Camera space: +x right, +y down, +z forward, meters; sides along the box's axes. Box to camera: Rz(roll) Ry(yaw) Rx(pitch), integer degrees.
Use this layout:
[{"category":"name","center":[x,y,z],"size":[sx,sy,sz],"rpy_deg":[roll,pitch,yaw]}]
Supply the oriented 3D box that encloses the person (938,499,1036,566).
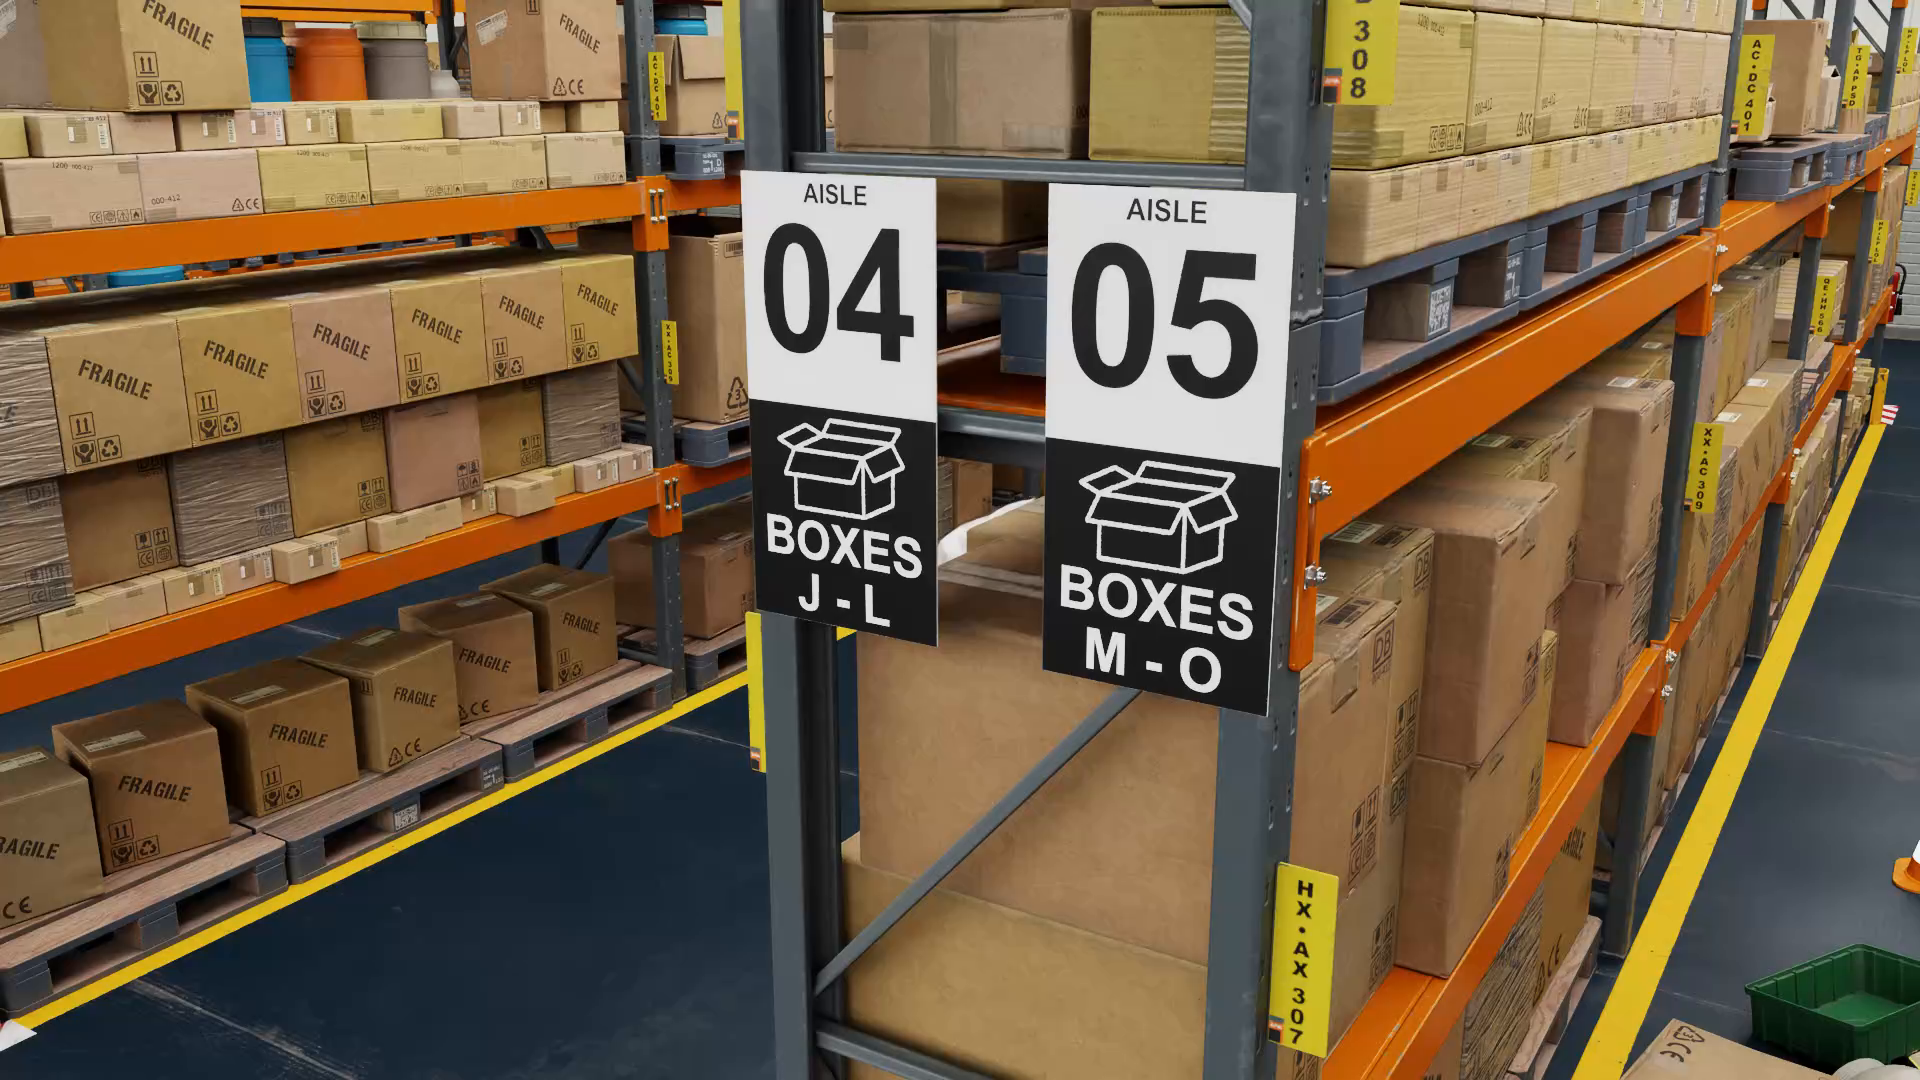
[{"category":"person","center":[0.274,0.371,8.395],"size":[0.895,1.398,0.494],"rpy_deg":[9,18,29]}]
